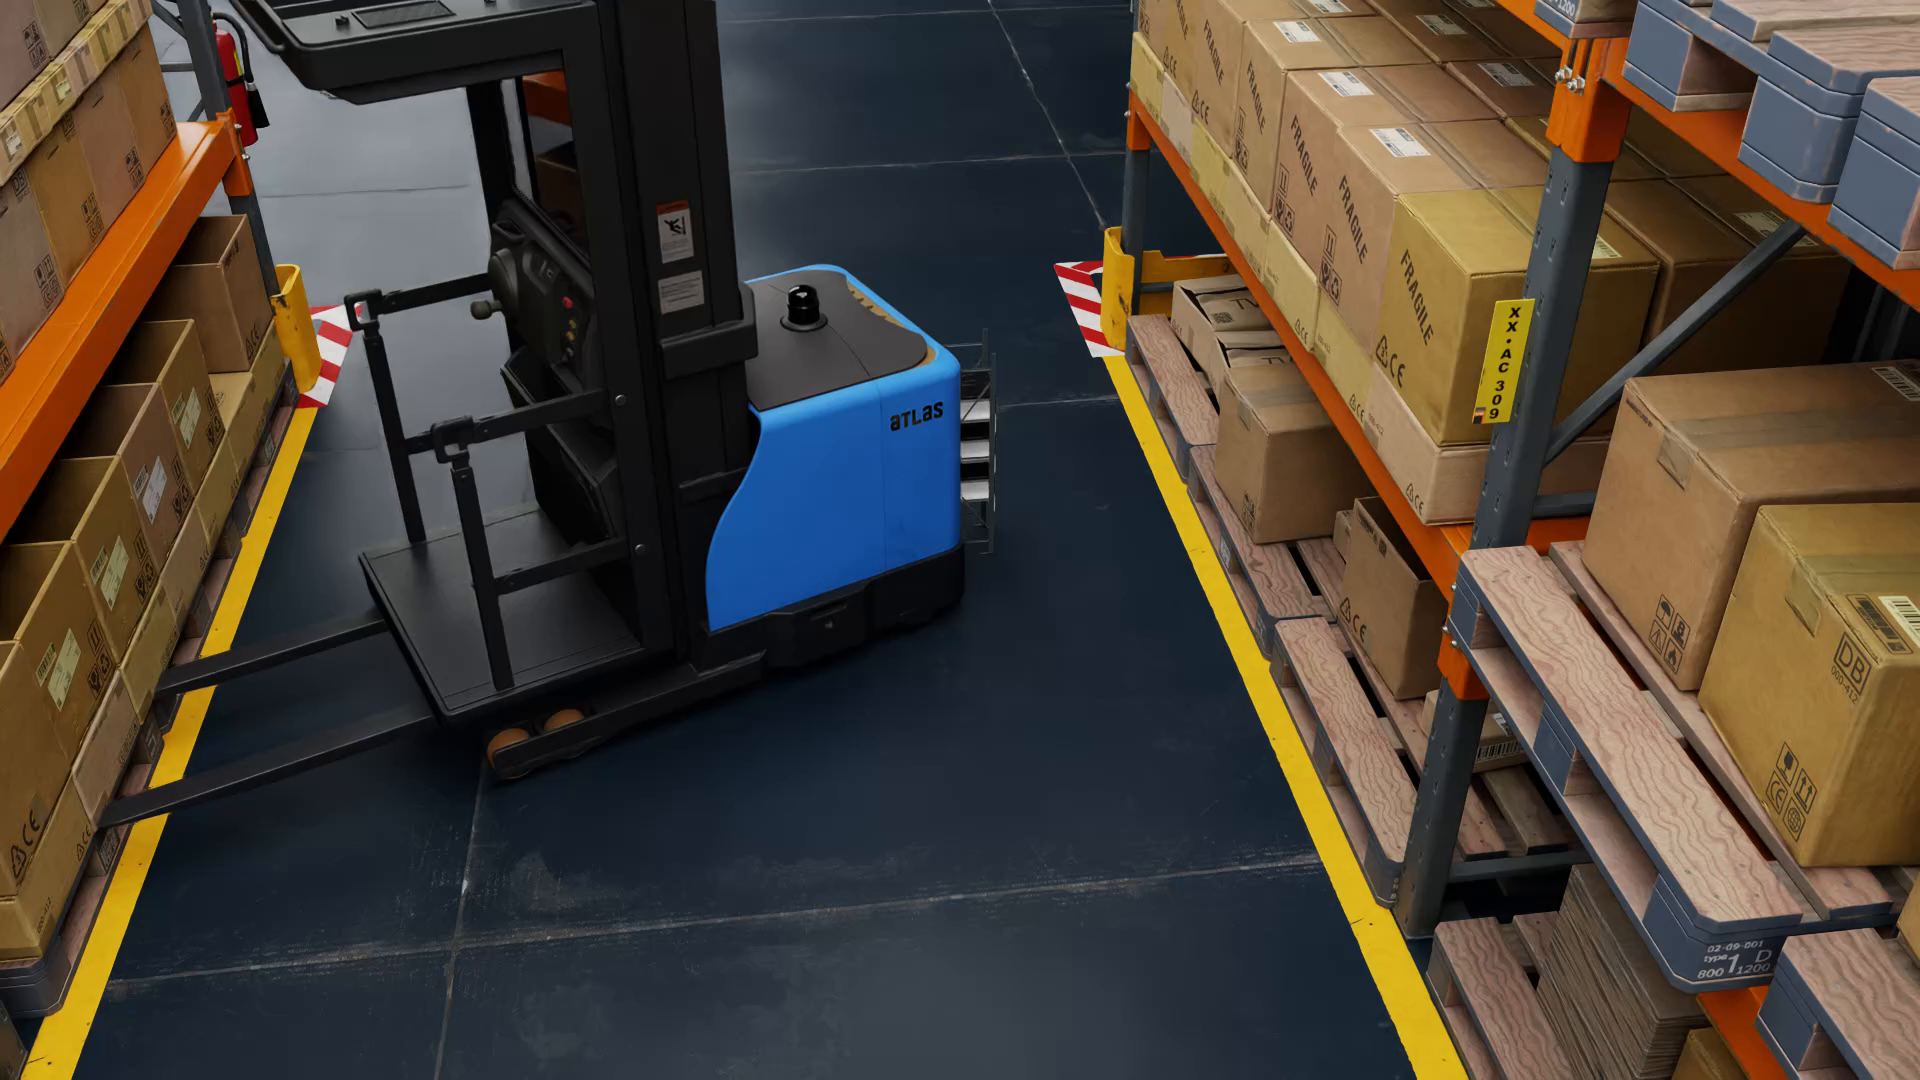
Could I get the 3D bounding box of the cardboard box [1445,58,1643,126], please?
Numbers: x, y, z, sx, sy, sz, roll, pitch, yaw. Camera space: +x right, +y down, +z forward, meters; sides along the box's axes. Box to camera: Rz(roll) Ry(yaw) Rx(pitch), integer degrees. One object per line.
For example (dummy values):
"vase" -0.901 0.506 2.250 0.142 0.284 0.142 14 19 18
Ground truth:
"cardboard box" 1.840 -1.209 5.309 0.500 0.500 0.500 -3 34 -5

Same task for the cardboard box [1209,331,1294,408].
"cardboard box" 1.366 -0.699 7.109 0.500 0.311 0.500 -2 34 -2

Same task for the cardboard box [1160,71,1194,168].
"cardboard box" 1.121 -1.700 6.697 0.500 0.250 0.500 -5 35 -8

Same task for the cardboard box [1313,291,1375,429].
"cardboard box" 1.401 -0.573 5.043 0.500 0.250 0.500 -4 35 -6

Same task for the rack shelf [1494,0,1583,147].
"rack shelf" 1.555 -2.165 5.239 1.077 0.370 4.000 -4 35 -6

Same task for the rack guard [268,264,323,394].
"rack guard" -3.626 -0.942 7.689 1.175 0.500 0.348 -4 35 -6

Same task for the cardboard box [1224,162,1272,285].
"cardboard box" 1.249 -1.133 5.865 0.500 0.250 0.500 -4 34 -6

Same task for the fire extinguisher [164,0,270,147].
"fire extinguisher" -3.178 -2.031 7.135 0.296 0.674 0.183 -4 35 -6

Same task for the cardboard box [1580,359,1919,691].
"cardboard box" 1.859 -0.043 3.671 0.700 0.500 0.500 -4 35 -6

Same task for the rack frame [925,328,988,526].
"rack frame" -0.013 -0.424 6.573 0.240 0.900 0.006 -4 35 -6

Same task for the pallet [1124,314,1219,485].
"pallet" 1.370 -0.688 7.573 1.003 0.211 1.213 -4 35 -6

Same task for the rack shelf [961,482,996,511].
"rack shelf" 0.001 -0.191 6.610 0.258 0.077 0.200 -4 35 -6

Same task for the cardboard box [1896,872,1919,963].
"cardboard box" 2.046 0.634 2.677 0.700 0.500 0.500 0 34 0

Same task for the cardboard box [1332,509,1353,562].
"cardboard box" 1.629 -0.005 6.234 0.380 0.149 0.250 -7 35 -10

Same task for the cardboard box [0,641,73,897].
"cardboard box" -2.836 0.641 4.549 0.500 0.500 0.500 -4 35 -6

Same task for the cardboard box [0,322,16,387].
"cardboard box" -3.291 -0.592 4.867 0.700 0.500 0.500 -4 34 -6

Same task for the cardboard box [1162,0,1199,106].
"cardboard box" 1.109 -2.029 6.514 0.500 0.500 0.500 -4 35 -6

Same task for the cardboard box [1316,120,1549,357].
"cardboard box" 1.381 -0.882 4.830 0.500 0.500 0.500 -5 35 -7

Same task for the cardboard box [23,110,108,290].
"cardboard box" -3.436 -1.171 5.717 0.700 0.500 0.500 -4 34 -6

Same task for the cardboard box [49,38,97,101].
"cardboard box" -3.279 -1.643 5.833 0.380 0.149 0.250 -4 34 -6

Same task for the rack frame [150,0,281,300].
"rack frame" -3.622 -1.962 6.965 1.000 3.000 0.127 -4 35 -6

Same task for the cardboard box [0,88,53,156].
"cardboard box" -3.207 -1.350 5.402 0.380 0.149 0.250 -3 34 -5

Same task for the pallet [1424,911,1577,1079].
"pallet" 1.930 1.480 4.391 1.003 0.211 1.213 -4 35 -6

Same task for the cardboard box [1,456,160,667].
"cardboard box" -2.971 0.083 5.368 0.500 0.500 0.500 -4 35 -6

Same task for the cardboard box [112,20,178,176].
"cardboard box" -3.572 -1.742 6.553 0.700 0.500 0.500 -4 35 -6

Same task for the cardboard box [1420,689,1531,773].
"cardboard box" 1.722 0.586 5.352 0.380 0.166 0.250 -9 35 -13

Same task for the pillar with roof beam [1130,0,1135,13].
"pillar with roof beam" -2.836 -7.515 9.787 9.100 9.000 0.400 -4 35 -6

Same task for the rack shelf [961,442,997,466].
"rack shelf" 0.001 -0.340 6.509 0.258 0.077 0.200 -4 35 -6

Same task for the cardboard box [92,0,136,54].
"cardboard box" -3.346 -1.926 6.248 0.380 0.149 0.250 -4 34 -5

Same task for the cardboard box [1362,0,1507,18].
"cardboard box" 1.692 -1.778 6.146 0.500 0.500 0.500 -5 35 -8

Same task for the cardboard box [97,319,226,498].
"cardboard box" -3.106 -0.475 6.187 0.500 0.500 0.500 -4 35 -6

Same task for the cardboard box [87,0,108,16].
"cardboard box" -3.565 -2.248 6.145 0.700 0.500 0.500 -4 35 -6

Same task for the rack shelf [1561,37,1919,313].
"rack shelf" 2.093 0.067 1.963 1.077 0.370 4.000 -4 35 -6

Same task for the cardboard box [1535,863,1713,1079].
"cardboard box" 1.939 1.154 4.222 0.700 0.500 0.500 -3 34 -5

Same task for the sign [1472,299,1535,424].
"sign" 1.287 -0.419 3.933 0.100 0.325 0.005 -4 35 -6

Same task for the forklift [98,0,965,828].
"forklift" -1.511 -0.752 5.251 3.031 2.935 1.130 -19 39 -25

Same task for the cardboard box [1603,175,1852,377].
"cardboard box" 1.968 -0.641 4.477 0.500 0.500 0.500 -5 35 -7

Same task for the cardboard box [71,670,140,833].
"cardboard box" -2.908 0.672 5.169 0.500 0.250 0.500 -4 35 -6

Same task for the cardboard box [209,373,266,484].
"cardboard box" -3.178 -0.444 6.807 0.500 0.250 0.500 -4 35 -6

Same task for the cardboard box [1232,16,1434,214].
"cardboard box" 1.253 -1.454 5.669 0.500 0.500 0.500 -3 34 -5

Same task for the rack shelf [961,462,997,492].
"rack shelf" 0.001 -0.265 6.559 0.258 0.077 0.200 -4 35 -6

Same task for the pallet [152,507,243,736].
"pallet" -3.317 0.293 6.132 1.003 0.211 1.213 -4 35 -6

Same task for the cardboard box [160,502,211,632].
"cardboard box" -3.044 0.114 5.988 0.500 0.250 0.500 -4 35 -6

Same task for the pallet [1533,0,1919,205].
"pallet" 1.801 -0.916 2.934 1.213 0.211 1.003 -4 35 -6

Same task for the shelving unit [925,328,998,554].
"shelving unit" 0.001 -0.367 6.490 0.258 0.900 0.210 -4 35 -6

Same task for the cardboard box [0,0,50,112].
"cardboard box" -3.420 -1.674 5.302 0.700 0.500 0.500 -4 35 -6

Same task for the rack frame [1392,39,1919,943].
"rack frame" 1.824 -0.107 4.243 1.000 3.000 0.127 -4 35 -6

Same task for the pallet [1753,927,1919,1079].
"pallet" 2.055 1.103 2.638 1.003 0.211 1.213 -4 35 -6
